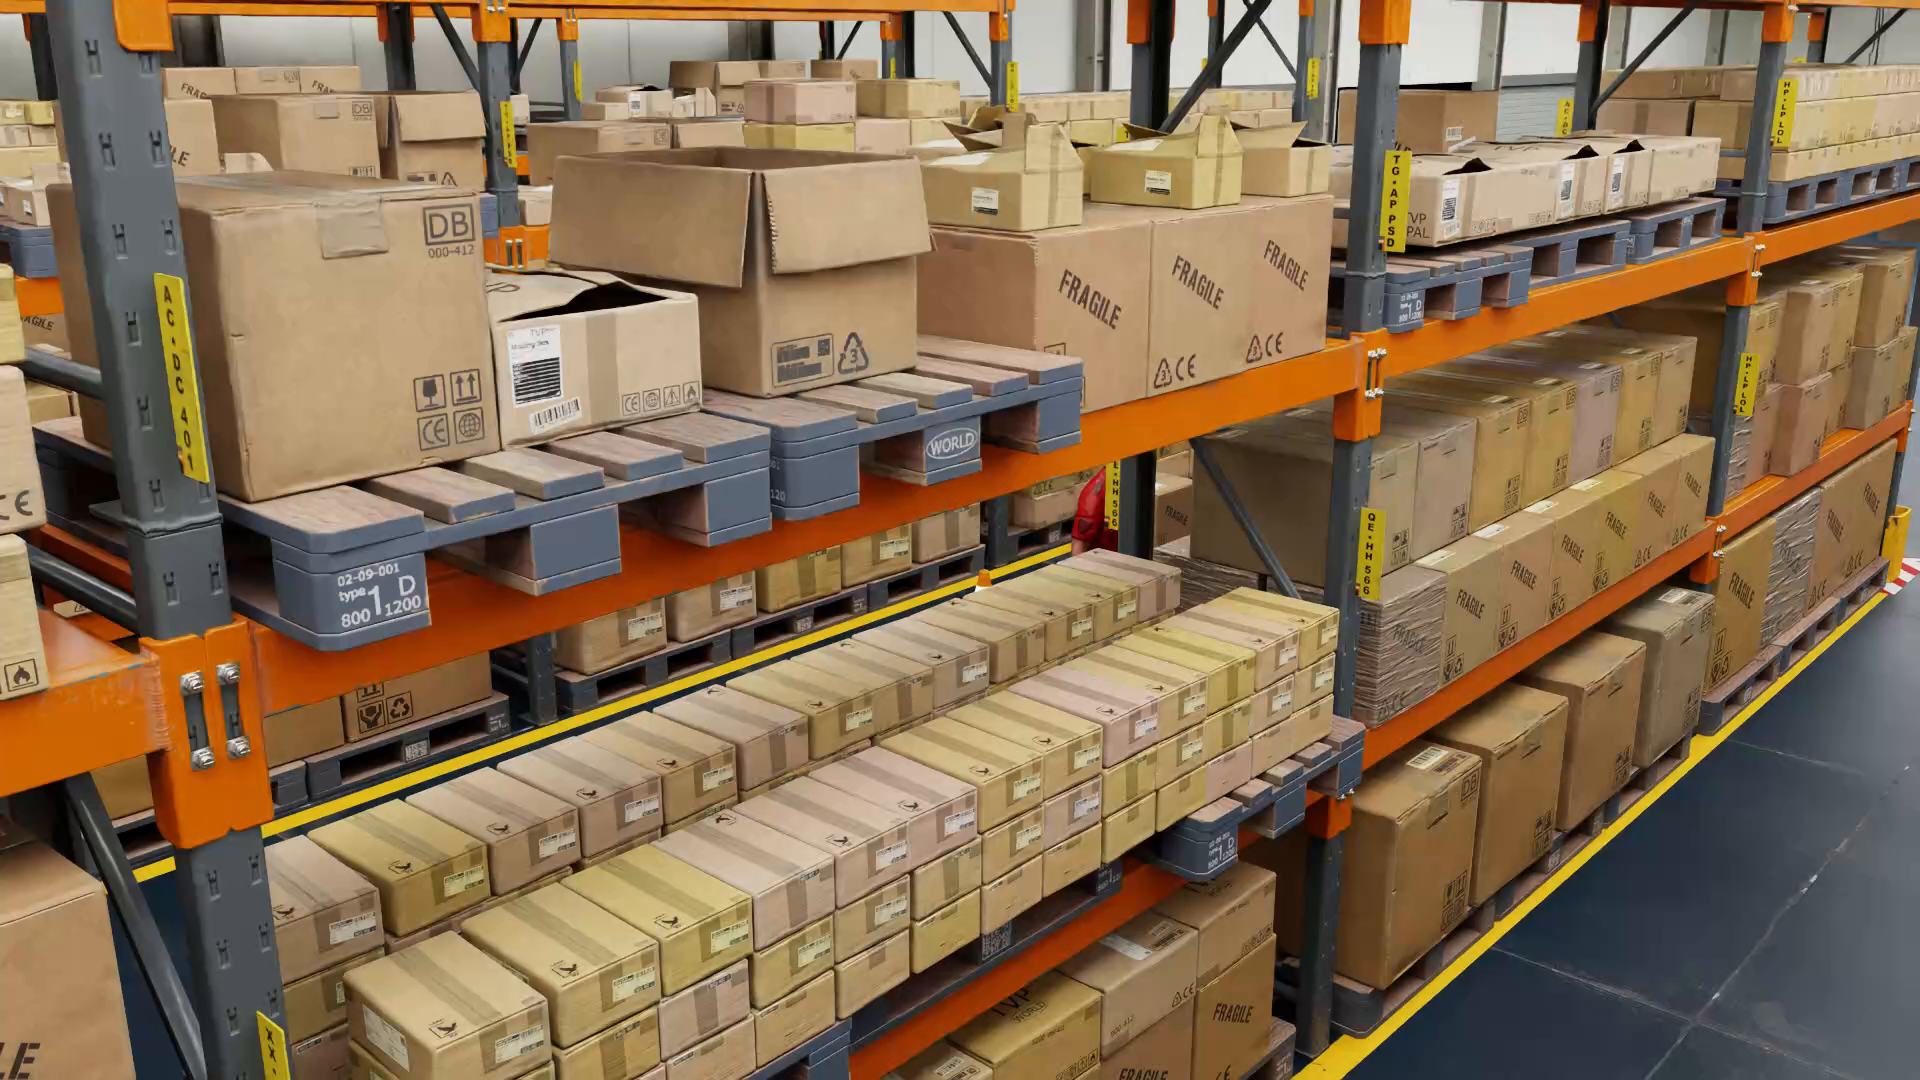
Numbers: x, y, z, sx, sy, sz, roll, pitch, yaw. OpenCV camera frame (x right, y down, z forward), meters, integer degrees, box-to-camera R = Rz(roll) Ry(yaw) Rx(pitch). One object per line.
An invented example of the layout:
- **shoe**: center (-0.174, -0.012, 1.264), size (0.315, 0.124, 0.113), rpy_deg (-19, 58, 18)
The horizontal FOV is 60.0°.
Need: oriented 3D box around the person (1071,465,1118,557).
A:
- **person**: center (0.822, 0.265, 9.186), size (0.384, 1.728, 0.602), rpy_deg (13, 21, 37)
